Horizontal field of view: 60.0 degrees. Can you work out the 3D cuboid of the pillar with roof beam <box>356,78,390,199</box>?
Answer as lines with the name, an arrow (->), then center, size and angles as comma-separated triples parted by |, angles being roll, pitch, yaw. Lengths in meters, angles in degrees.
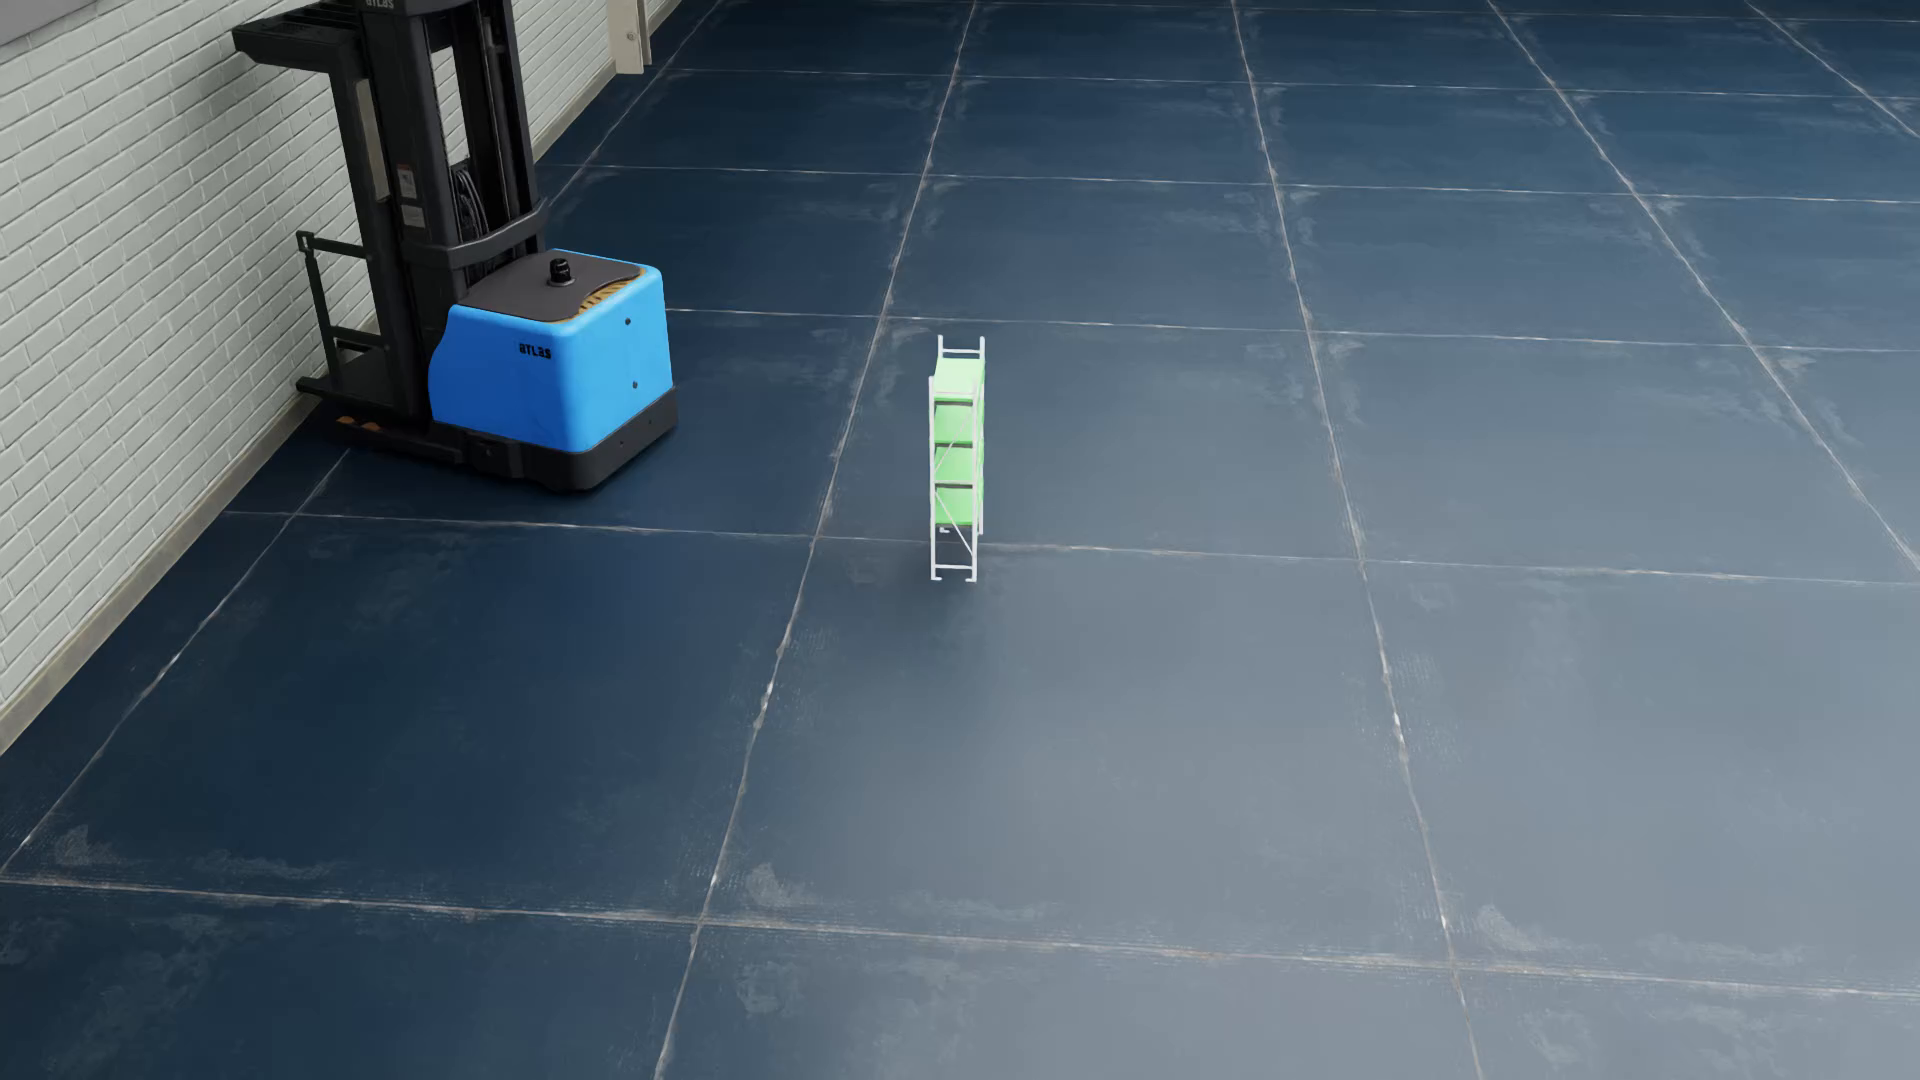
pillar with roof beam -> 0.426, -5.376, 9.396 | 9.100, 9.000, 0.400 | 2, 32, 4

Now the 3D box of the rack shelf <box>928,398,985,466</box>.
rack shelf -> -0.013, -0.574, 8.702 | 0.258, 0.148, 0.480 | 2, 32, 4

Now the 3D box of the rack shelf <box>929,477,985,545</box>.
rack shelf -> -0.013, -0.166, 8.954 | 0.258, 0.148, 0.480 | 2, 32, 4

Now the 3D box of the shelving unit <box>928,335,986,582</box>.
shelving unit -> -0.013, -0.424, 8.795 | 0.258, 1.200, 0.503 | 2, 32, 4

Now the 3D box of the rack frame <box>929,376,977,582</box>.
rack frame -> -0.033, -0.297, 8.588 | 0.240, 1.200, 0.015 | 2, 32, 4

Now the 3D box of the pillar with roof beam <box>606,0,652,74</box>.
pillar with roof beam -> 0.915, -8.513, 14.487 | 9.100, 9.000, 0.400 | 2, 32, 4

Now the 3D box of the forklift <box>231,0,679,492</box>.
forklift -> -3.307, -2.033, 9.756 | 3.031, 2.935, 1.130 | 13, 34, 21

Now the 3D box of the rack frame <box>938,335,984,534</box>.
rack frame -> 0.006, -0.552, 9.002 | 0.240, 1.200, 0.015 | 2, 32, 4

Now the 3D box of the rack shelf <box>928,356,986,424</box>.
rack shelf -> -0.013, -0.778, 8.576 | 0.258, 0.148, 0.480 | 2, 32, 4

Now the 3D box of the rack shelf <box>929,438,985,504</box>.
rack shelf -> -0.013, -0.370, 8.828 | 0.258, 0.148, 0.480 | 2, 32, 4
